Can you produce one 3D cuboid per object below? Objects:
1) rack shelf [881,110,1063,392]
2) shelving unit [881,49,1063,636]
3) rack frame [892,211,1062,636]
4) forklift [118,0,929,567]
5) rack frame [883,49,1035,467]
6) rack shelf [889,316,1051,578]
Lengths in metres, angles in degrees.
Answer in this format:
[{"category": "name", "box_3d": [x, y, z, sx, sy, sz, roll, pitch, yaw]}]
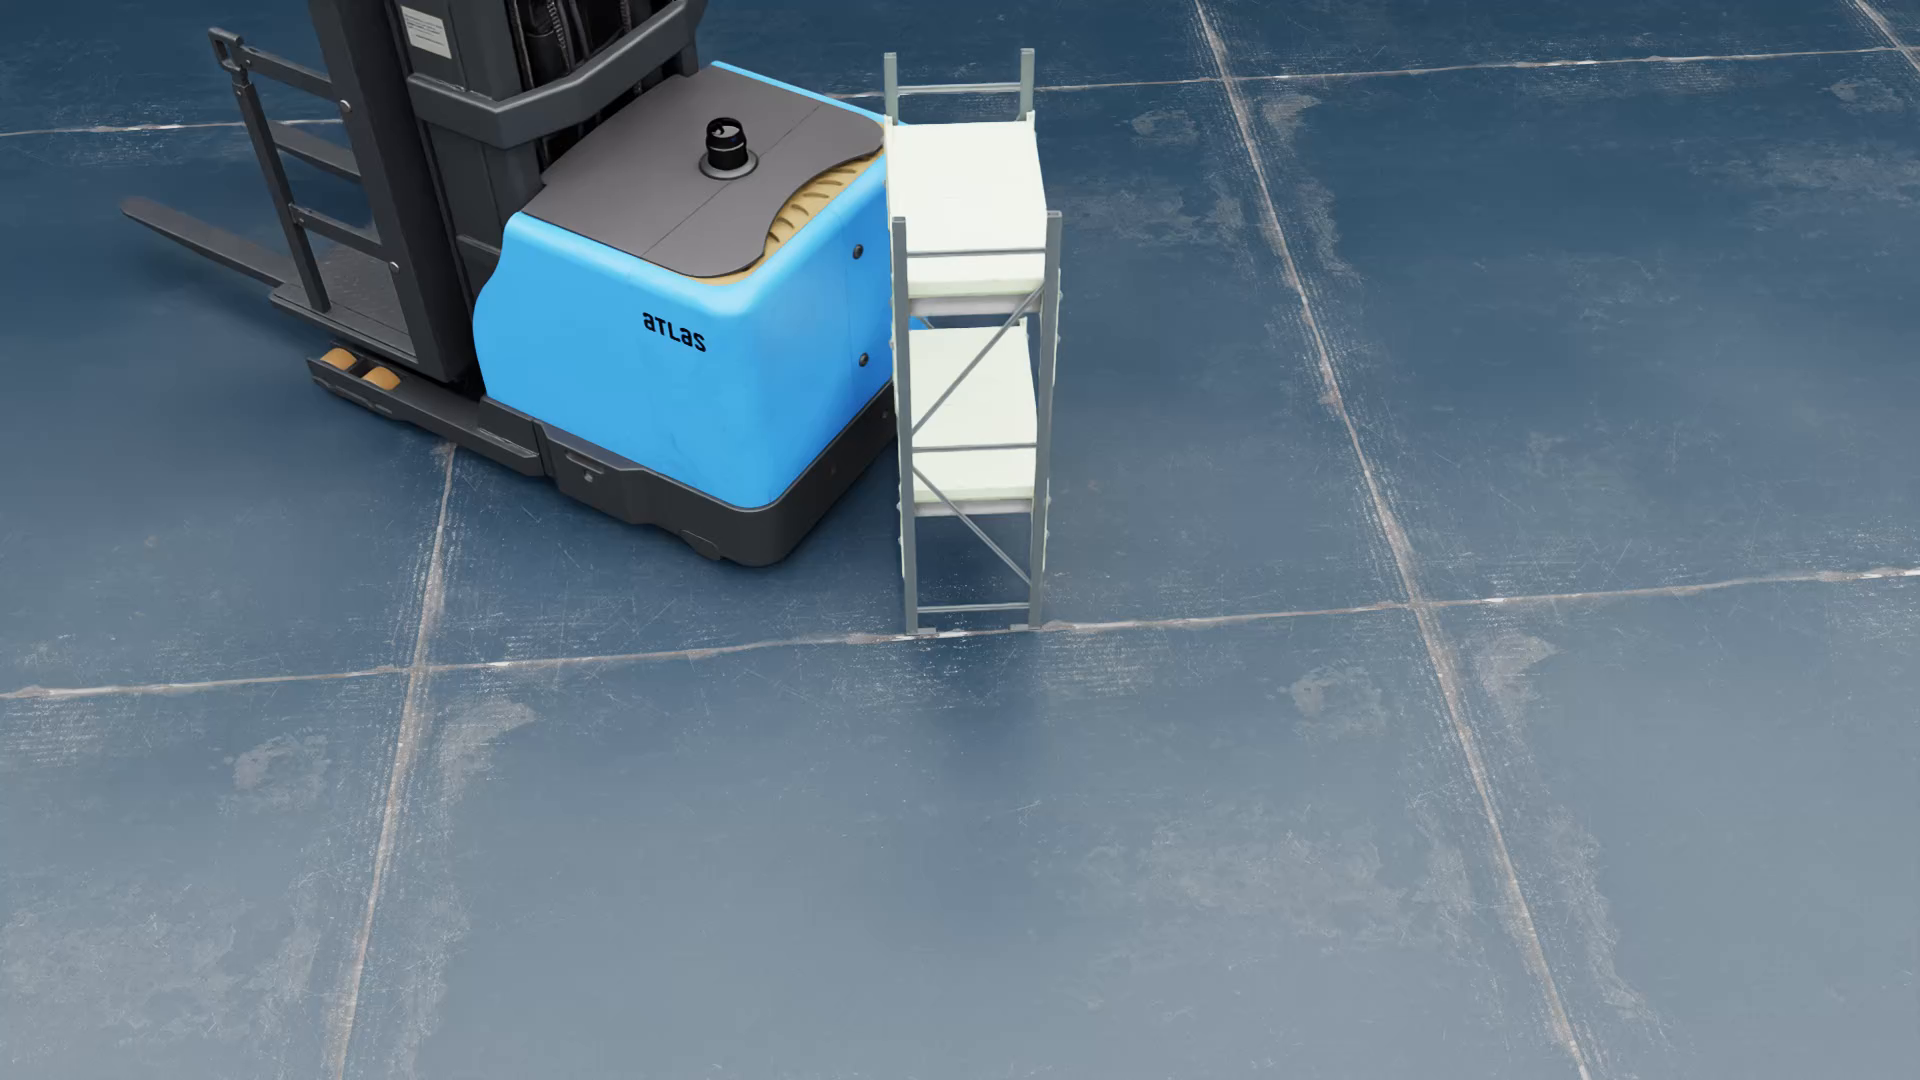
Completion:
[{"category": "rack shelf", "box_3d": [0.018, -0.777, 4.416, 0.431, 0.370, 0.720, -2, 47, -2]}, {"category": "shelving unit", "box_3d": [0.018, -0.509, 4.699, 0.431, 1.500, 0.755, -2, 47, -2]}, {"category": "rack frame", "box_3d": [0.039, -0.244, 4.448, 0.400, 1.500, 0.023, -2, 47, -2]}, {"category": "forklift", "box_3d": [-1.622, -1.734, 4.874, 3.031, 2.935, 1.130, 23, 51, 20]}, {"category": "rack frame", "box_3d": [-0.003, -0.774, 4.950, 0.400, 1.500, 0.023, -2, 47, -2]}, {"category": "rack shelf", "box_3d": [0.018, -0.285, 4.936, 0.431, 0.370, 0.720, -2, 47, -2]}]
